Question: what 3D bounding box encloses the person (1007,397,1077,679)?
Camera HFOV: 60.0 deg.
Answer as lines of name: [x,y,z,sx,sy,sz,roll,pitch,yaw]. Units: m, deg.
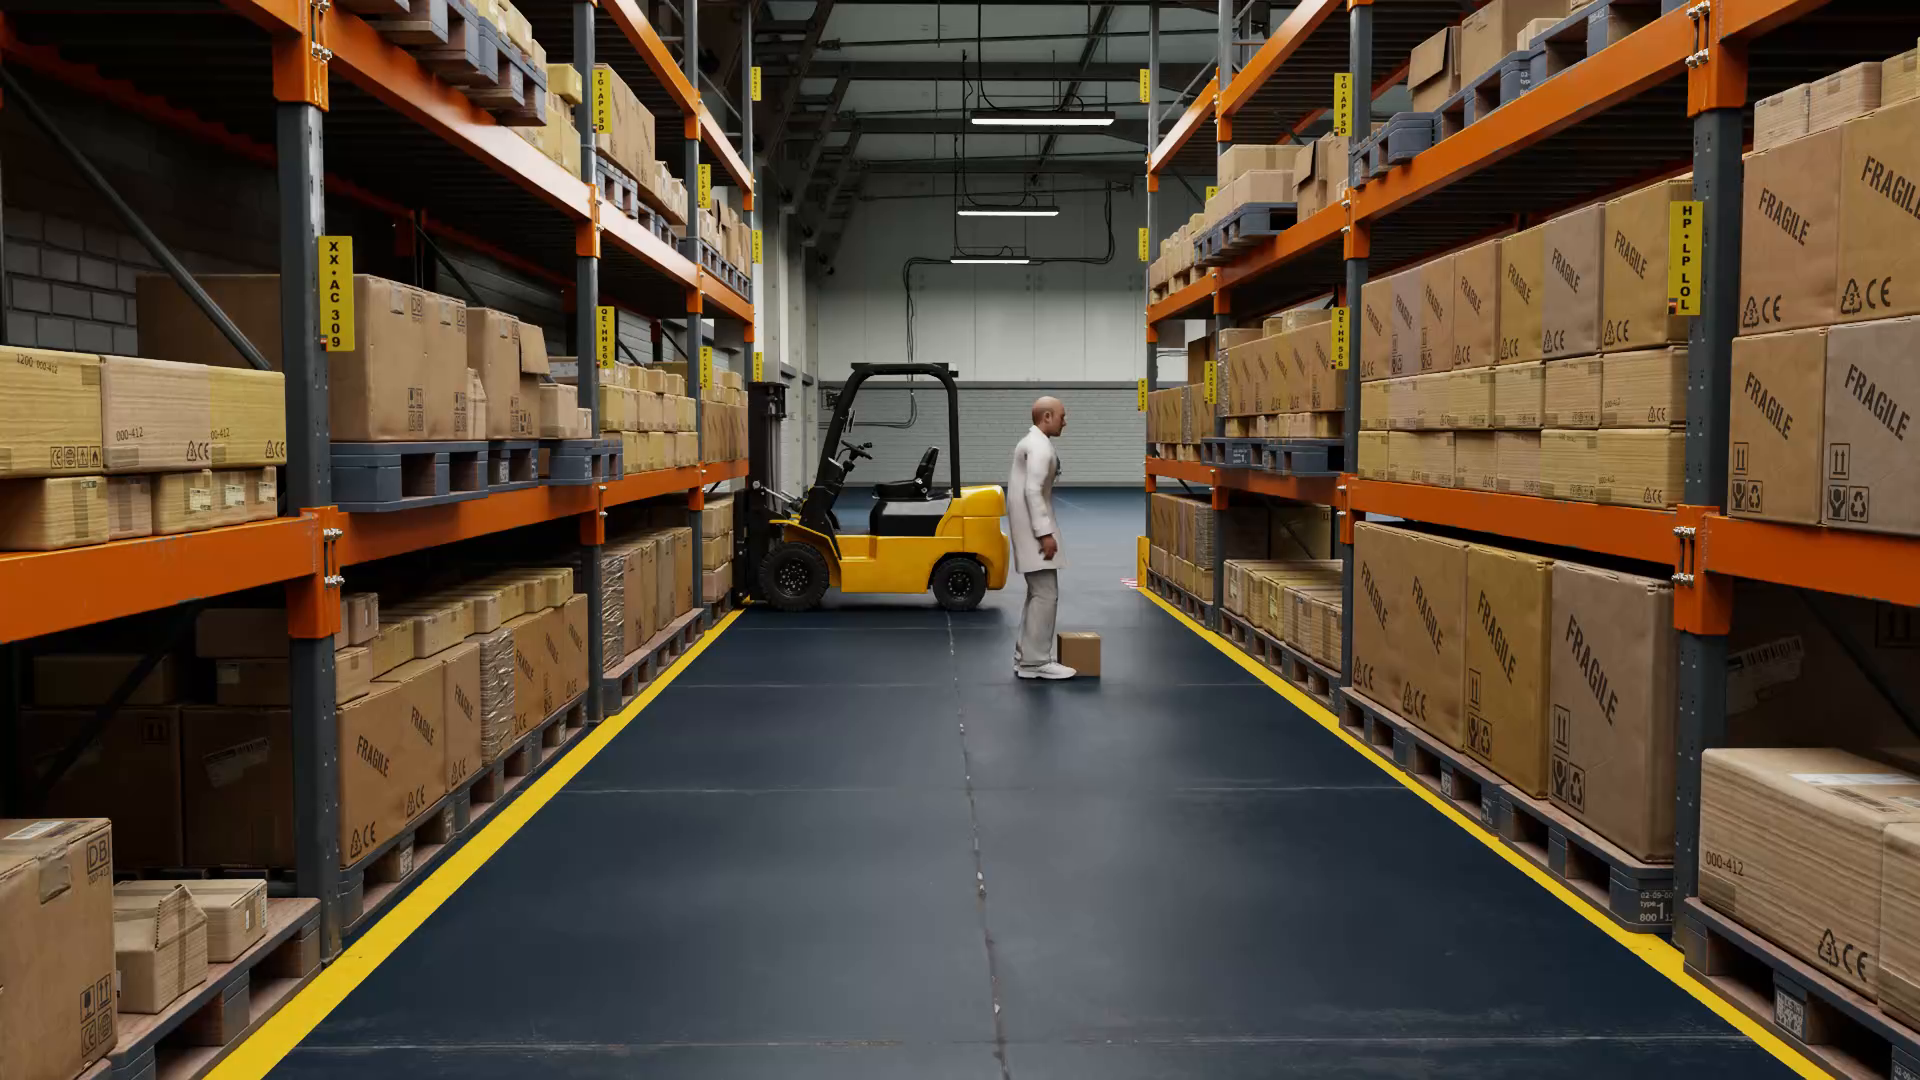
person: [0.508,-0.026,10.600,0.418,1.773,0.643,0,4,-1]
